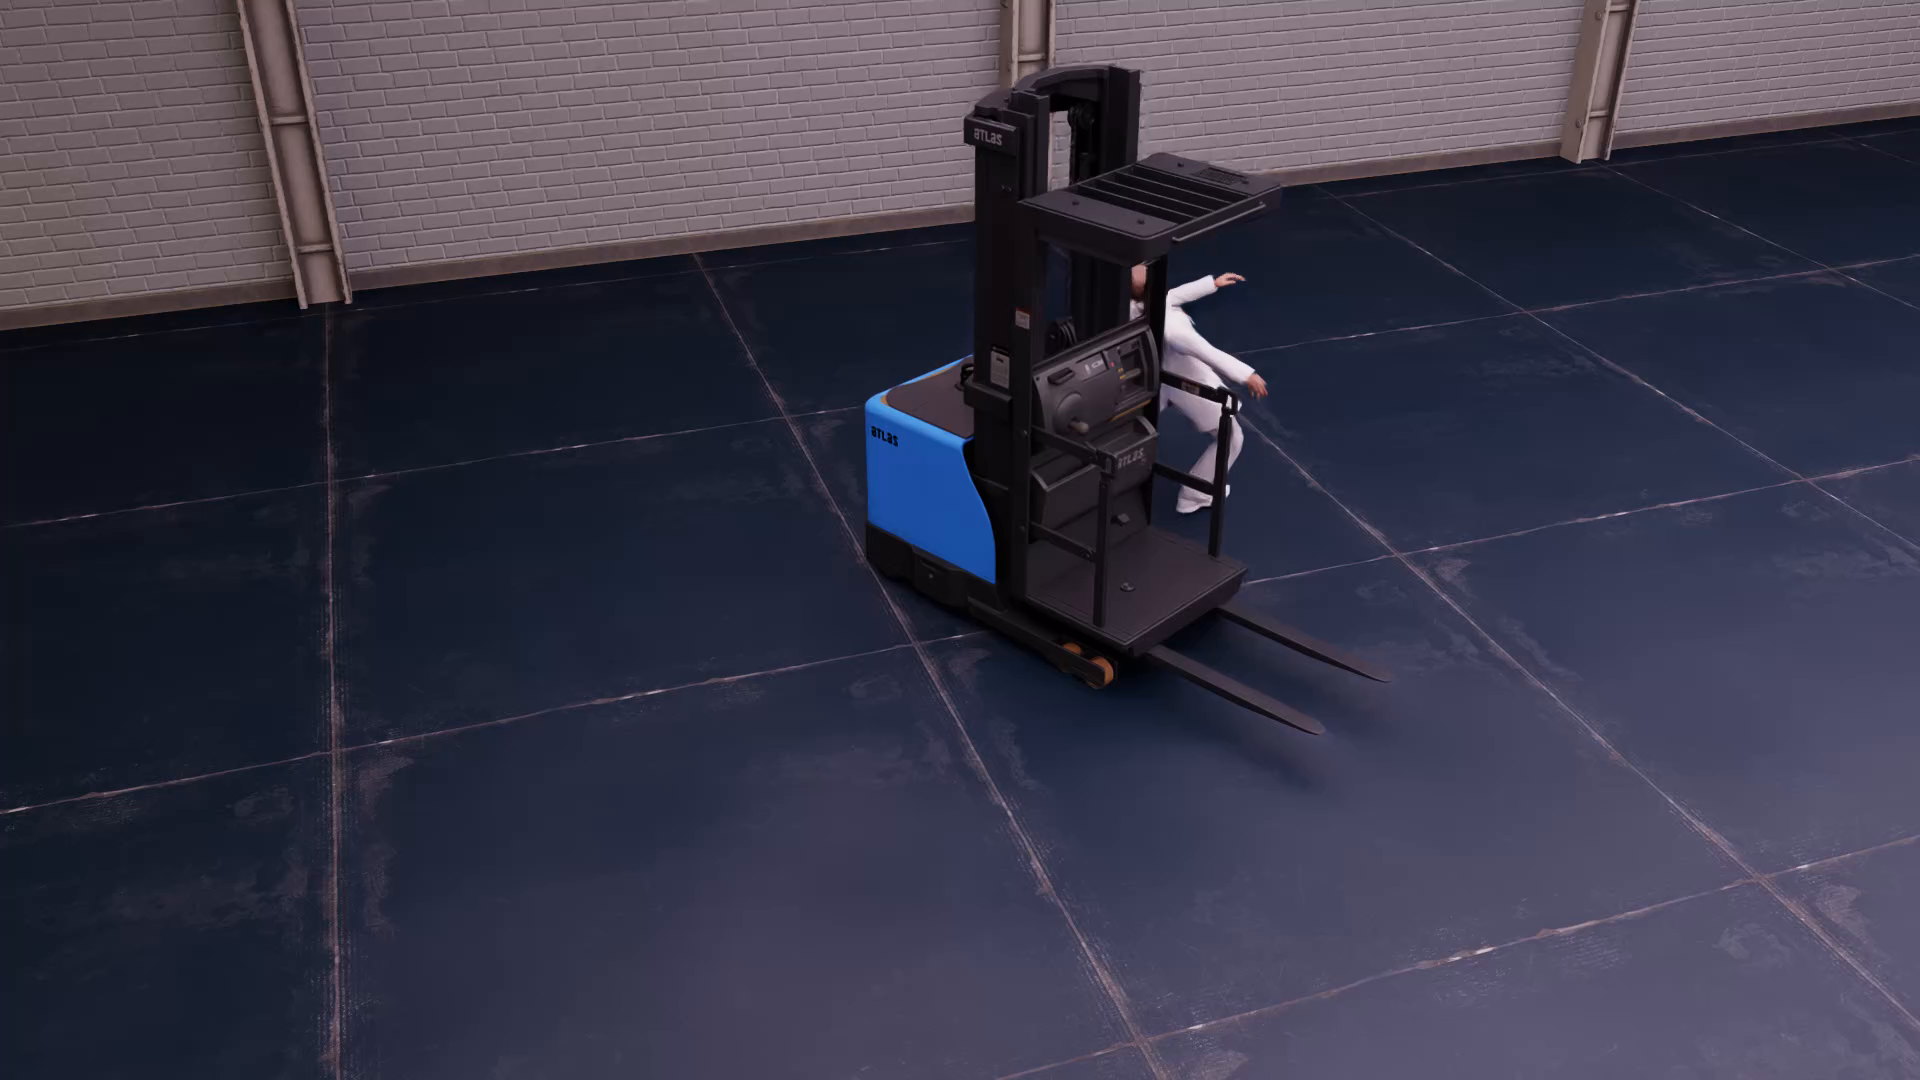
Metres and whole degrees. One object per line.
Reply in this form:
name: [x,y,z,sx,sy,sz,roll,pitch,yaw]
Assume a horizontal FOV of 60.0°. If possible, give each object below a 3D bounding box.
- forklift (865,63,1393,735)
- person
forklift: [0.864,-0.788,8.456,3.031,2.935,1.130,26,39,37]
person: [1.379,-0.883,9.980,0.886,1.546,0.990,-25,38,-36]
